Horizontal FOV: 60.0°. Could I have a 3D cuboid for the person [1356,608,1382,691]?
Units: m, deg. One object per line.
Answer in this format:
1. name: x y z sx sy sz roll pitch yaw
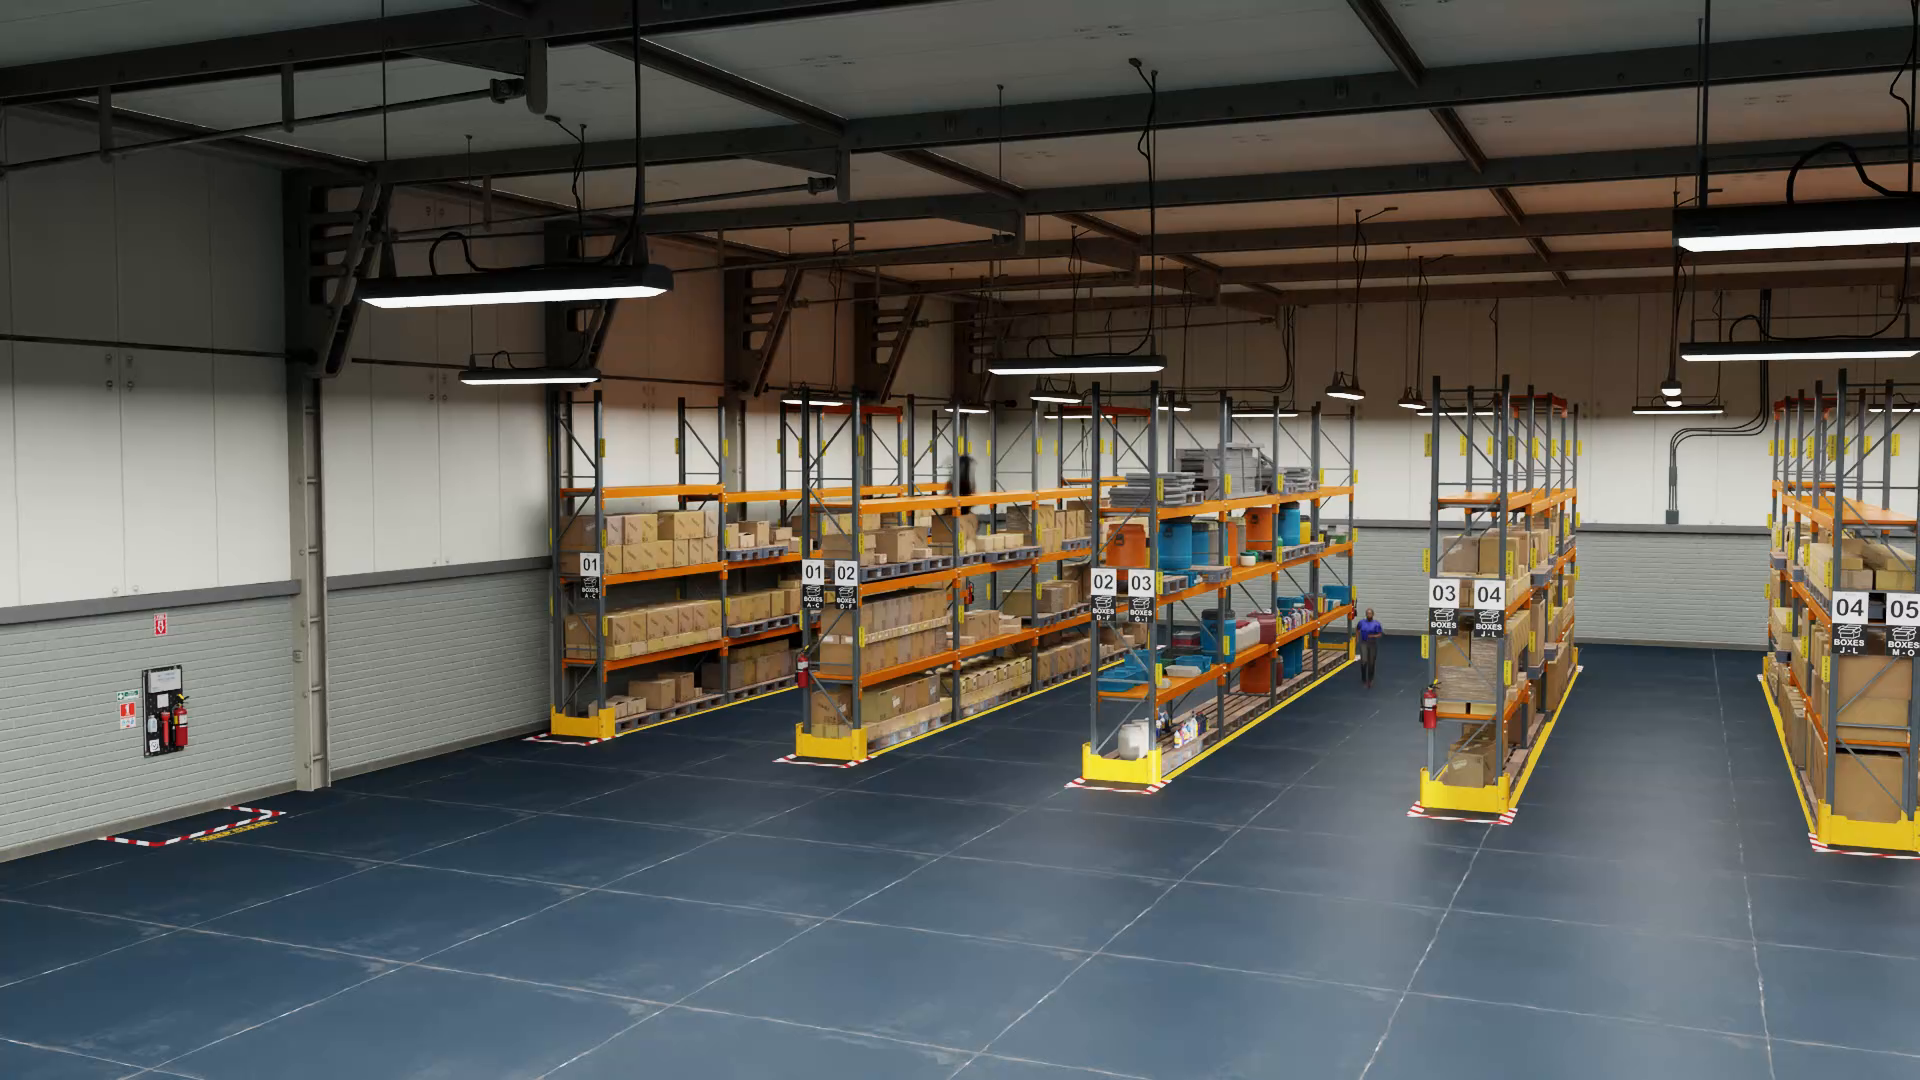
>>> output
1. person: 8.499 2.266 34.561 0.525 1.715 0.848 1 3 12
